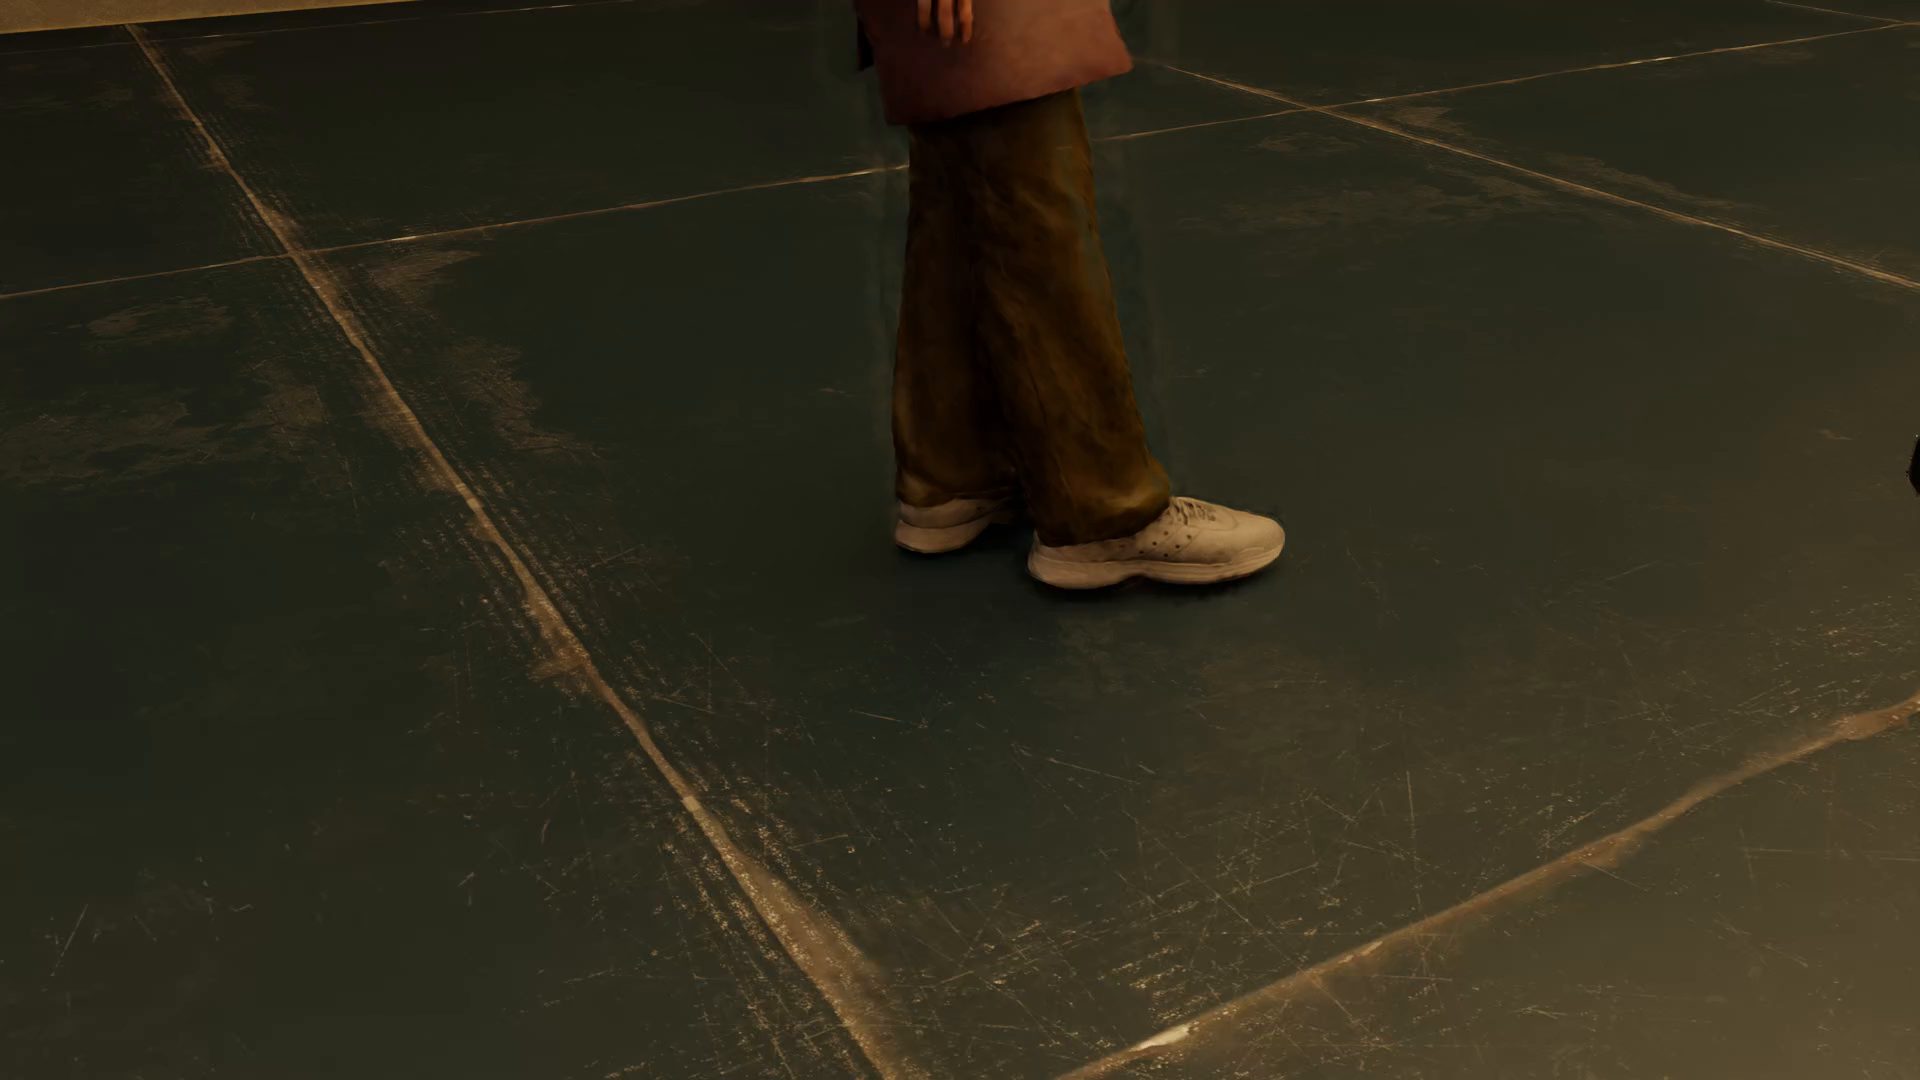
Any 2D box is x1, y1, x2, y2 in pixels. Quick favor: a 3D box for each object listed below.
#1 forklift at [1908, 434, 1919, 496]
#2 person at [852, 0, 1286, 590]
[{"bbox_3d":[2.809,-0.985,1.201,3.031,2.935,1.130,6,28,12],"label":"forklift"},{"bbox_3d":[0.141,-0.782,2.068,0.669,1.779,0.697,6,28,13],"label":"person"}]
